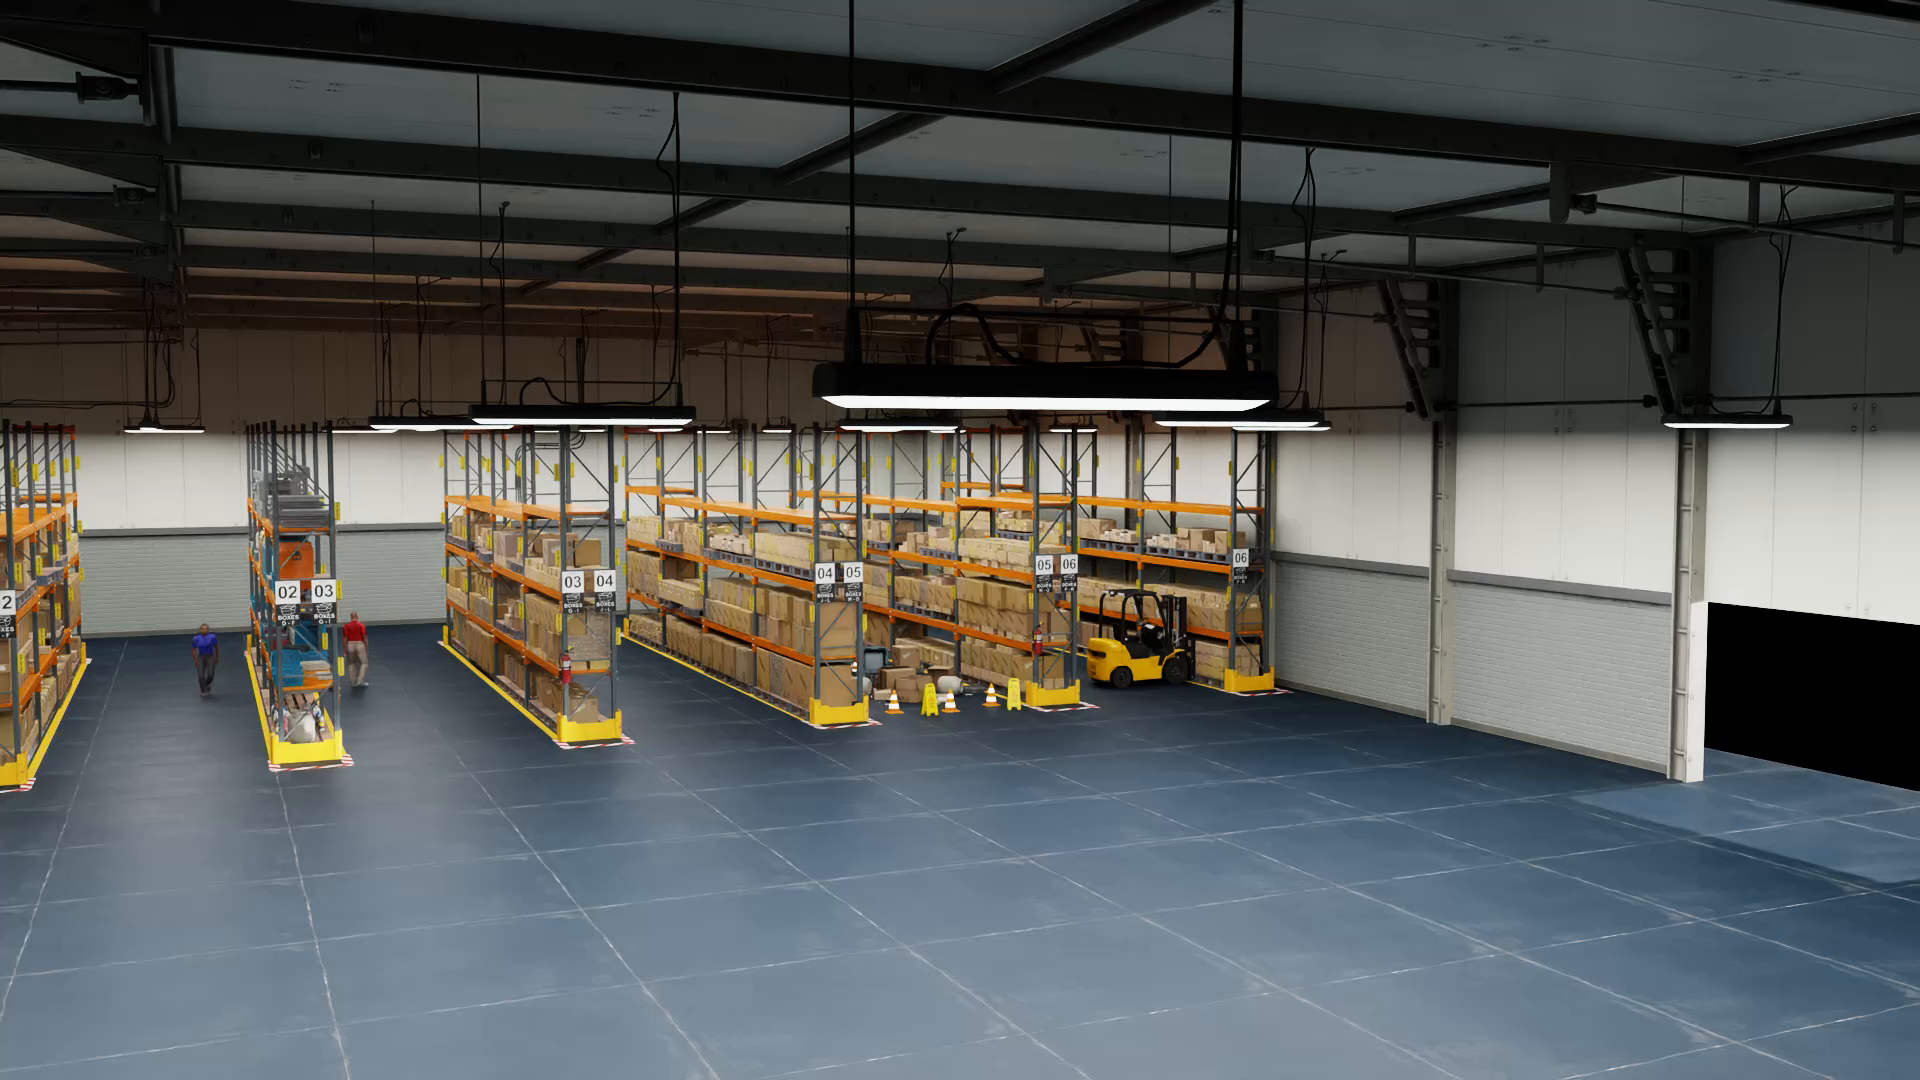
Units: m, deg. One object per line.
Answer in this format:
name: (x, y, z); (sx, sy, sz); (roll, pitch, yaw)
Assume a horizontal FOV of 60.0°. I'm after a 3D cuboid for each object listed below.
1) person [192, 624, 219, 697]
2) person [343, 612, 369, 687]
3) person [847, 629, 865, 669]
person: (-16.639, 2.636, 36.668); (0.535, 1.624, 0.500); (-1, 4, -22)
person: (-13.789, 2.494, 37.933); (0.576, 1.723, 0.533); (0, 4, -1)
person: (-2.524, 2.409, 40.455); (0.485, 1.637, 0.375); (-2, 4, -26)
